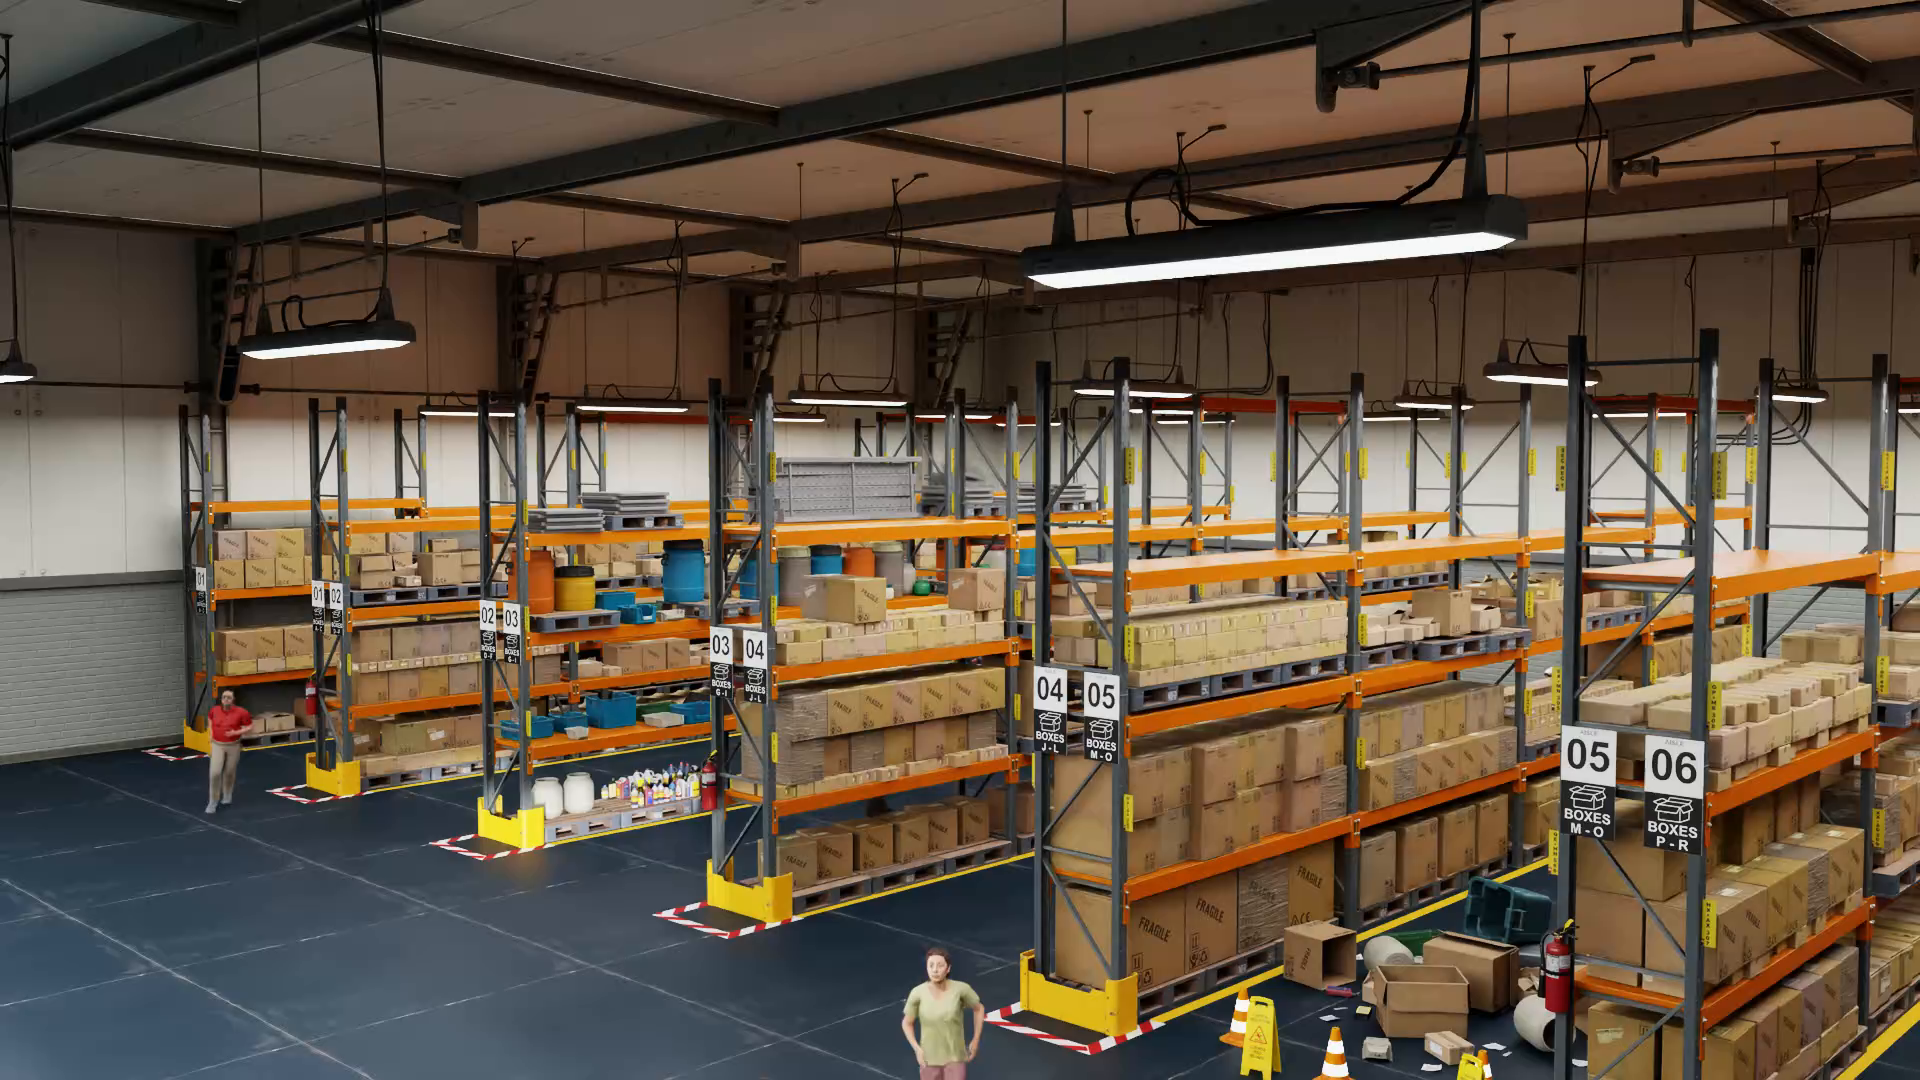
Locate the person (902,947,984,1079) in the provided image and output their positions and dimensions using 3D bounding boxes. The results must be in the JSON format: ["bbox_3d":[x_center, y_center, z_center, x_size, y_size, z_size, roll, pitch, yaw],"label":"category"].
[{"bbox_3d":[-0.127,3.725,11.841,0.590,1.629,0.512,0,3,2],"label":"person"}]

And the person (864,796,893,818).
[{"bbox_3d":[-1.134,3.128,22.368,0.668,1.783,0.792,3,4,43],"label":"person"}]

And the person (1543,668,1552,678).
[{"bbox_3d":[9.450,2.902,26.586,0.665,1.737,0.671,3,4,44],"label":"person"}]

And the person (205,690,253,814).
[{"bbox_3d":[-10.582,3.058,24.123,0.644,1.785,0.783,-1,3,-15],"label":"person"}]
